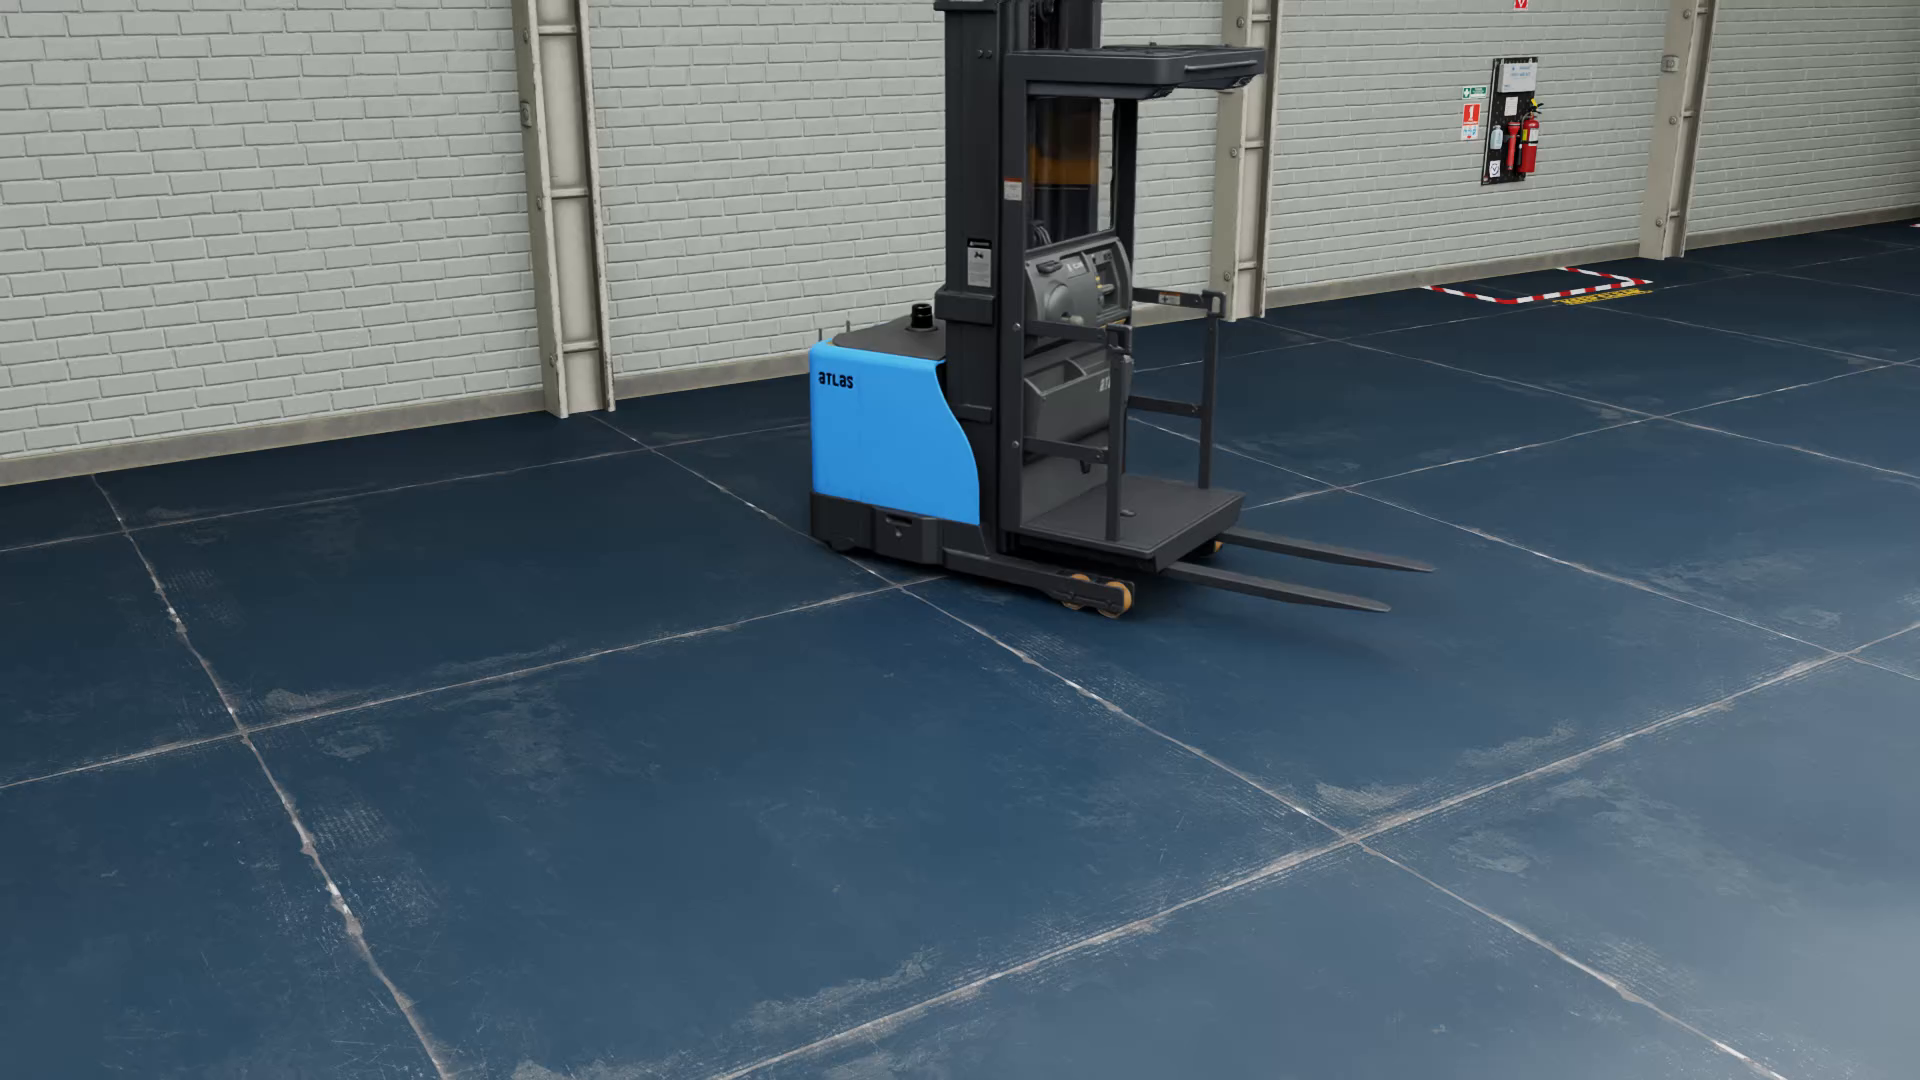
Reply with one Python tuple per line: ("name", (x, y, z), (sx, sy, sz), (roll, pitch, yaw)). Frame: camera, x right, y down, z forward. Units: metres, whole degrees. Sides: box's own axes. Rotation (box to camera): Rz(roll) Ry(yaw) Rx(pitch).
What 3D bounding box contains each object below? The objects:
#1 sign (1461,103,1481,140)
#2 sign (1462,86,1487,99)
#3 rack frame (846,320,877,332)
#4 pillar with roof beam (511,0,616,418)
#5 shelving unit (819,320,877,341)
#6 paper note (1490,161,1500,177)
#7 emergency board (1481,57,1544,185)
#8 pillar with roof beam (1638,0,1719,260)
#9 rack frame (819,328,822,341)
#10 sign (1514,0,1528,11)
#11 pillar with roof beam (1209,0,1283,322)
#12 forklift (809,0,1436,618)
("sign", (4.818, -3.949, 15.687), (0.234, 0.329, 0.001), (-12, 22, -31))
("sign", (4.827, -4.199, 15.597), (0.331, 0.109, 0.001), (-12, 22, -31))
("rack frame", (-0.527, -0.669, 9.083), (0.200, 1.050, 0.008), (12, 22, 31))
("pillar with roof beam", (-0.233, -4.004, 6.537), (0.400, 9.000, 9.100), (-12, 22, -31))
("shelving unit", (-0.594, -0.636, 8.986), (0.215, 1.050, 0.252), (12, 22, 31))
("paper note", (5.151, -3.572, 16.002), (0.142, 0.148, 0.016), (-12, 22, -31))
("emergency board", (5.337, -4.002, 15.899), (0.643, 1.169, 0.194), (-12, 22, -31))
("pillar with roof beam", (9.789, -6.118, 12.789), (0.400, 9.000, 9.100), (-12, 22, -31))
("rack frame", (-0.660, -0.603, 8.889), (0.200, 1.050, 0.008), (12, 22, 31))
("sign", (5.275, -5.125, 15.602), (0.199, 0.298, 0.001), (-12, 22, -31))
("pillar with roof beam", (4.778, -5.061, 9.663), (0.400, 9.000, 9.100), (-12, 22, -31))
("forklift", (0.744, -1.223, 7.785), (3.031, 2.935, 1.130), (12, 22, 31))
